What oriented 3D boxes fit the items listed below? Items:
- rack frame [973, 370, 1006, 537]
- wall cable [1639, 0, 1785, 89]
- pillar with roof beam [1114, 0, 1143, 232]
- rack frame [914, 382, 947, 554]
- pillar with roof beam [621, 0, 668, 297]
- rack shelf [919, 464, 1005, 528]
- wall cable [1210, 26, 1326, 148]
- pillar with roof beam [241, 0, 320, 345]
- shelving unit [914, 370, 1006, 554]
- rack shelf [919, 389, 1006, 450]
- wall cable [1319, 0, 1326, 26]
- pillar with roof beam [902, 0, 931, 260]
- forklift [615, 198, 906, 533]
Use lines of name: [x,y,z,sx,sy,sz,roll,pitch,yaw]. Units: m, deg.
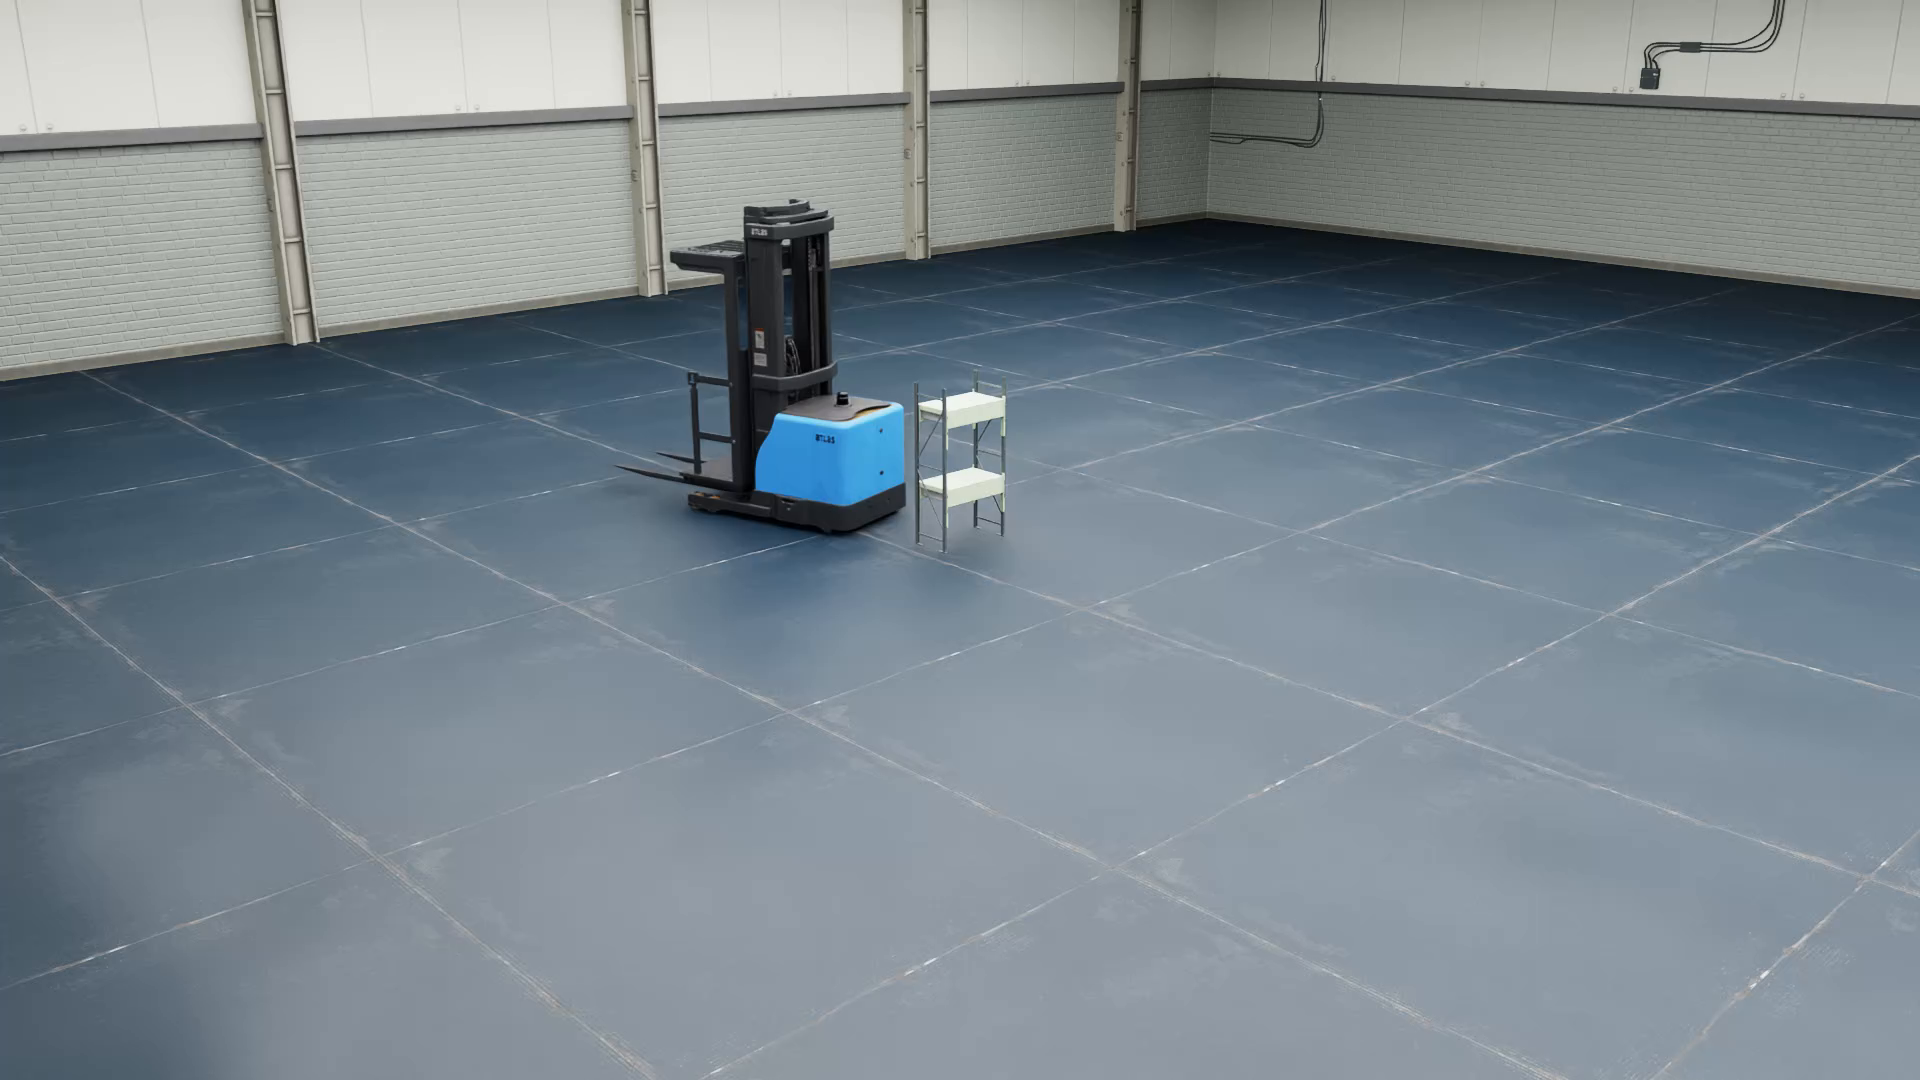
rack frame: [0.271,-0.792,15.262,0.023,1.500,0.400,-16,24,-41]
wall cable: [13.108,-10.779,28.390,0.169,6.003,2.305,-16,24,-41]
pillar with roof beam: [6.506,-9.999,31.500,0.400,9.000,9.100,-16,24,-41]
rack frame: [-0.261,-0.637,14.784,0.023,1.500,0.400,-16,24,-41]
pillar with roof beam: [-2.213,-7.456,23.657,0.400,9.000,9.100,-16,24,-41]
rack shelf: [0.005,-0.405,15.124,0.720,0.370,0.431,-16,24,-41]
wall cable: [6.598,-9.815,35.966,0.112,2.526,3.097,-16,24,-41]
pillar with roof beam: [-6.573,-6.185,19.736,0.400,9.000,9.100,-16,24,-41]
shelving unit: [0.005,-0.715,15.023,0.755,1.500,0.431,-16,24,-41]
rack shelf: [0.005,-1.086,14.903,0.720,0.370,0.431,-16,24,-41]
wall cable: [8.456,-11.611,33.317,0.112,2.526,3.097,-16,24,-41]
pillar with roof beam: [2.146,-8.728,27.578,0.400,9.000,9.100,-16,24,-41]
forklift: [-2.045,-1.780,15.988,3.031,2.935,1.130,11,21,30]
